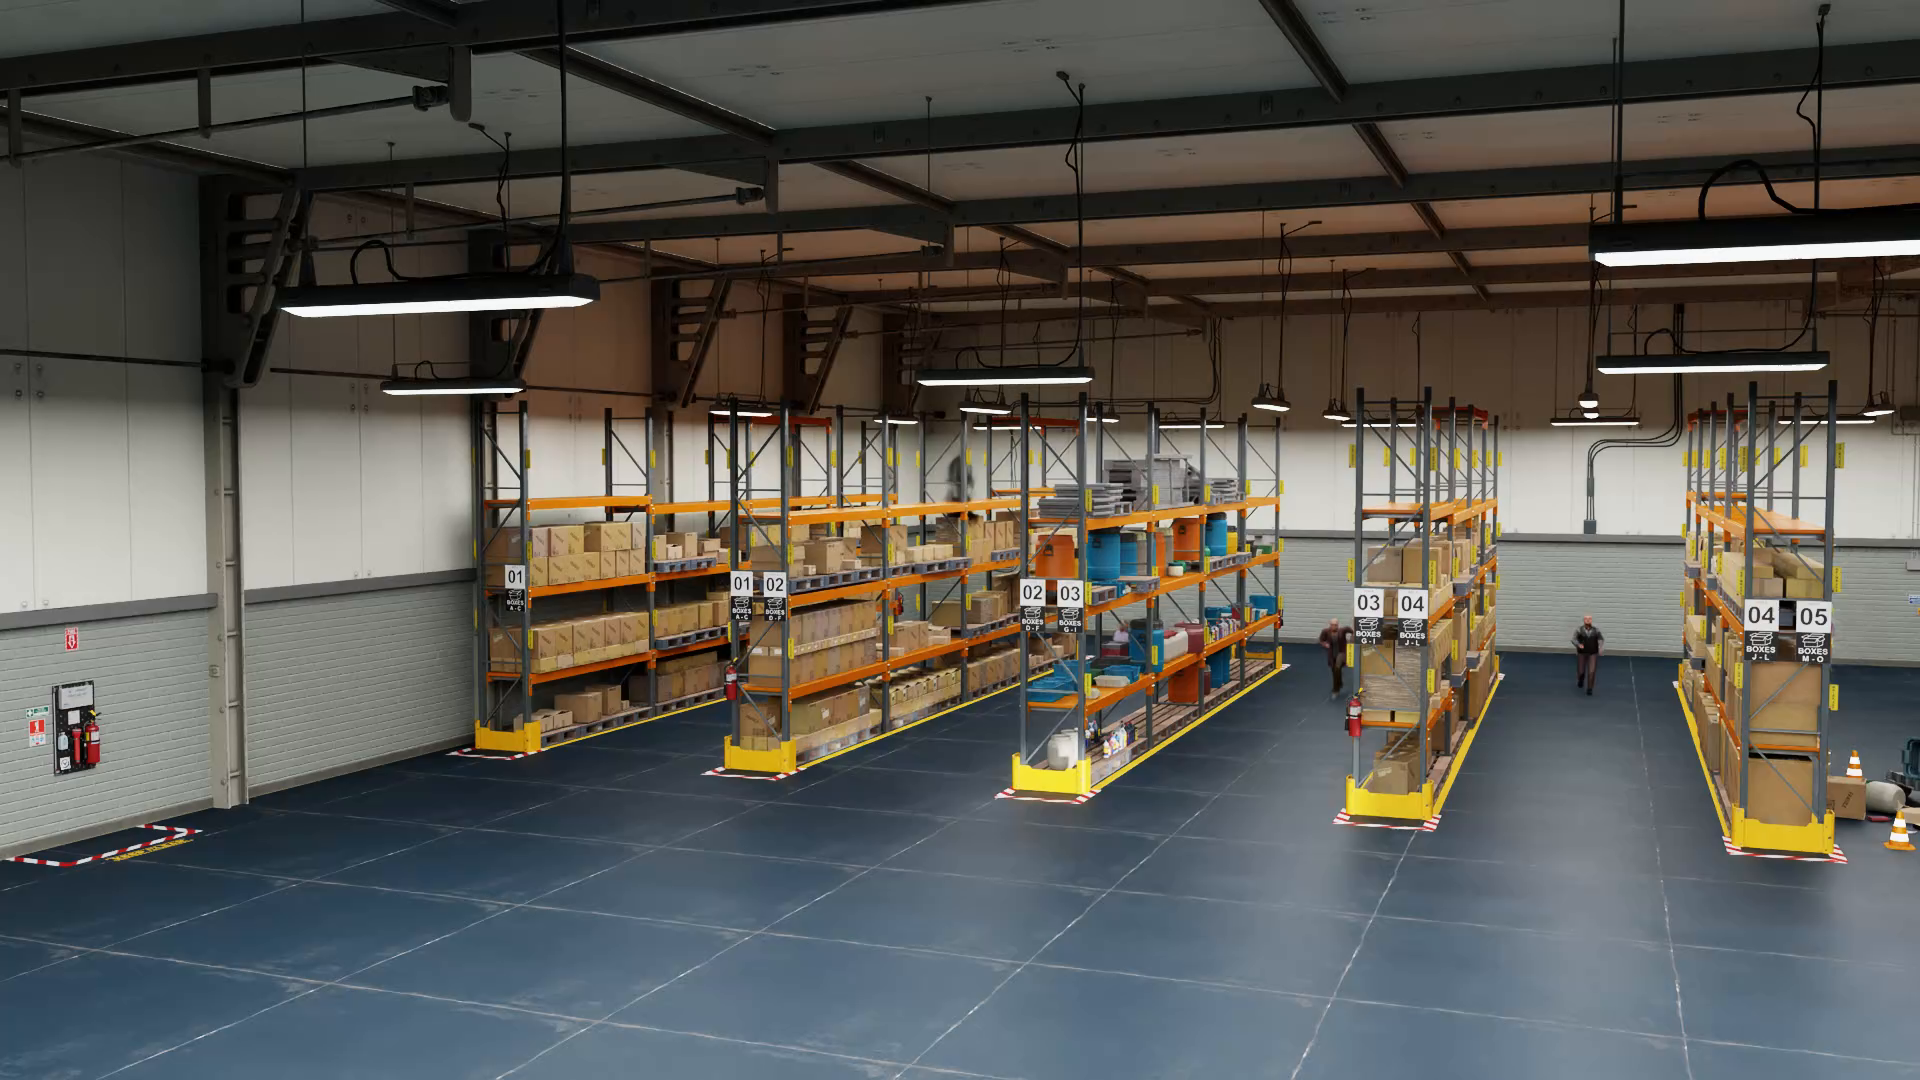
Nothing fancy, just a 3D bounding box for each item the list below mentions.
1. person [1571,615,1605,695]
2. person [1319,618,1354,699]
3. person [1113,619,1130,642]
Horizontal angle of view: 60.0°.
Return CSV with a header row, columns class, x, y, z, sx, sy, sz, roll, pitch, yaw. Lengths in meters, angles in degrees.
class,x,y,z,sx,sy,sz,roll,pitch,yaw
person,13.389,2.438,35.449,0.669,1.684,0.760,1,3,16
person,7.970,2.488,35.061,0.753,1.738,1.071,1,3,24
person,3.434,2.487,35.117,0.569,1.638,0.638,2,3,29
